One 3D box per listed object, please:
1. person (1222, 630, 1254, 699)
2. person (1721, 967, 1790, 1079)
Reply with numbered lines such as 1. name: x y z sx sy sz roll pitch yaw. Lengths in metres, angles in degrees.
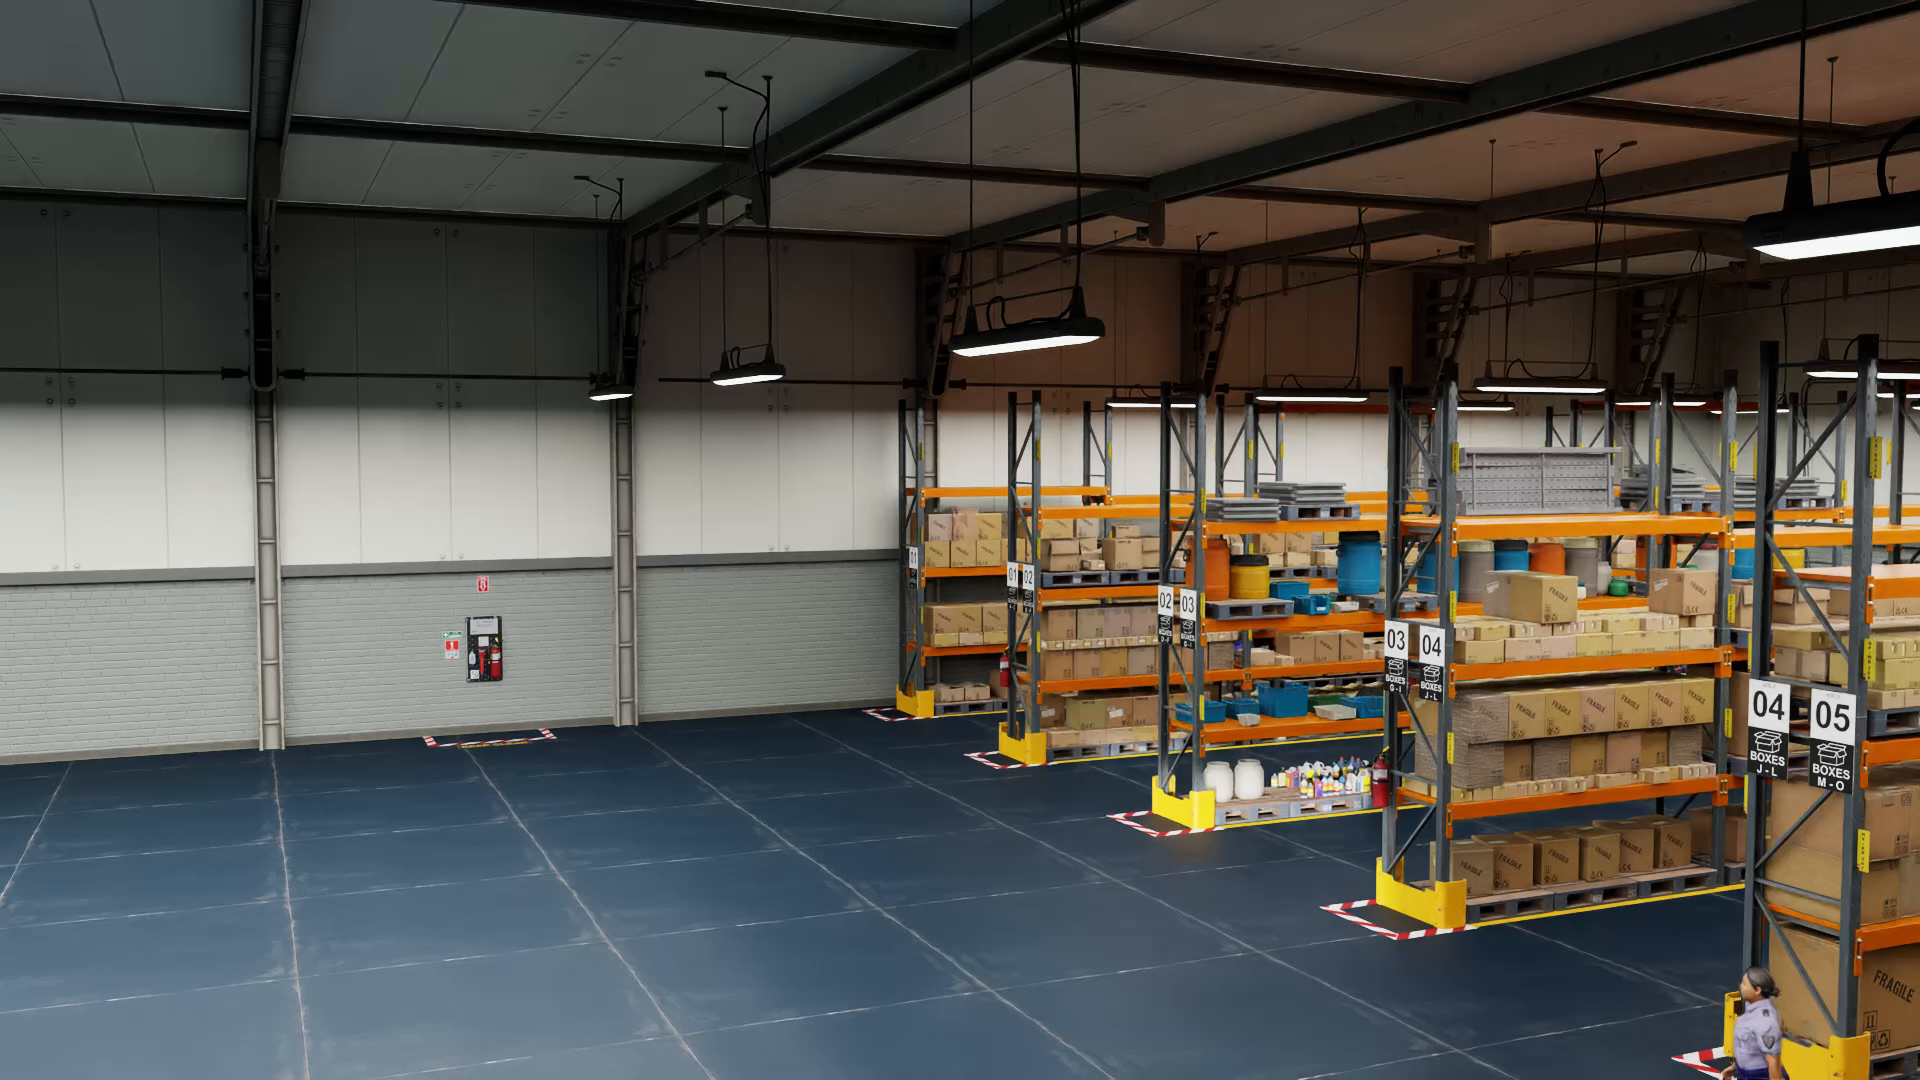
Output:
1. person: 5.312 2.491 31.769 1.068 1.584 0.431 -3 4 -38
2. person: 5.469 3.686 11.311 1.065 1.587 0.545 1 3 9
